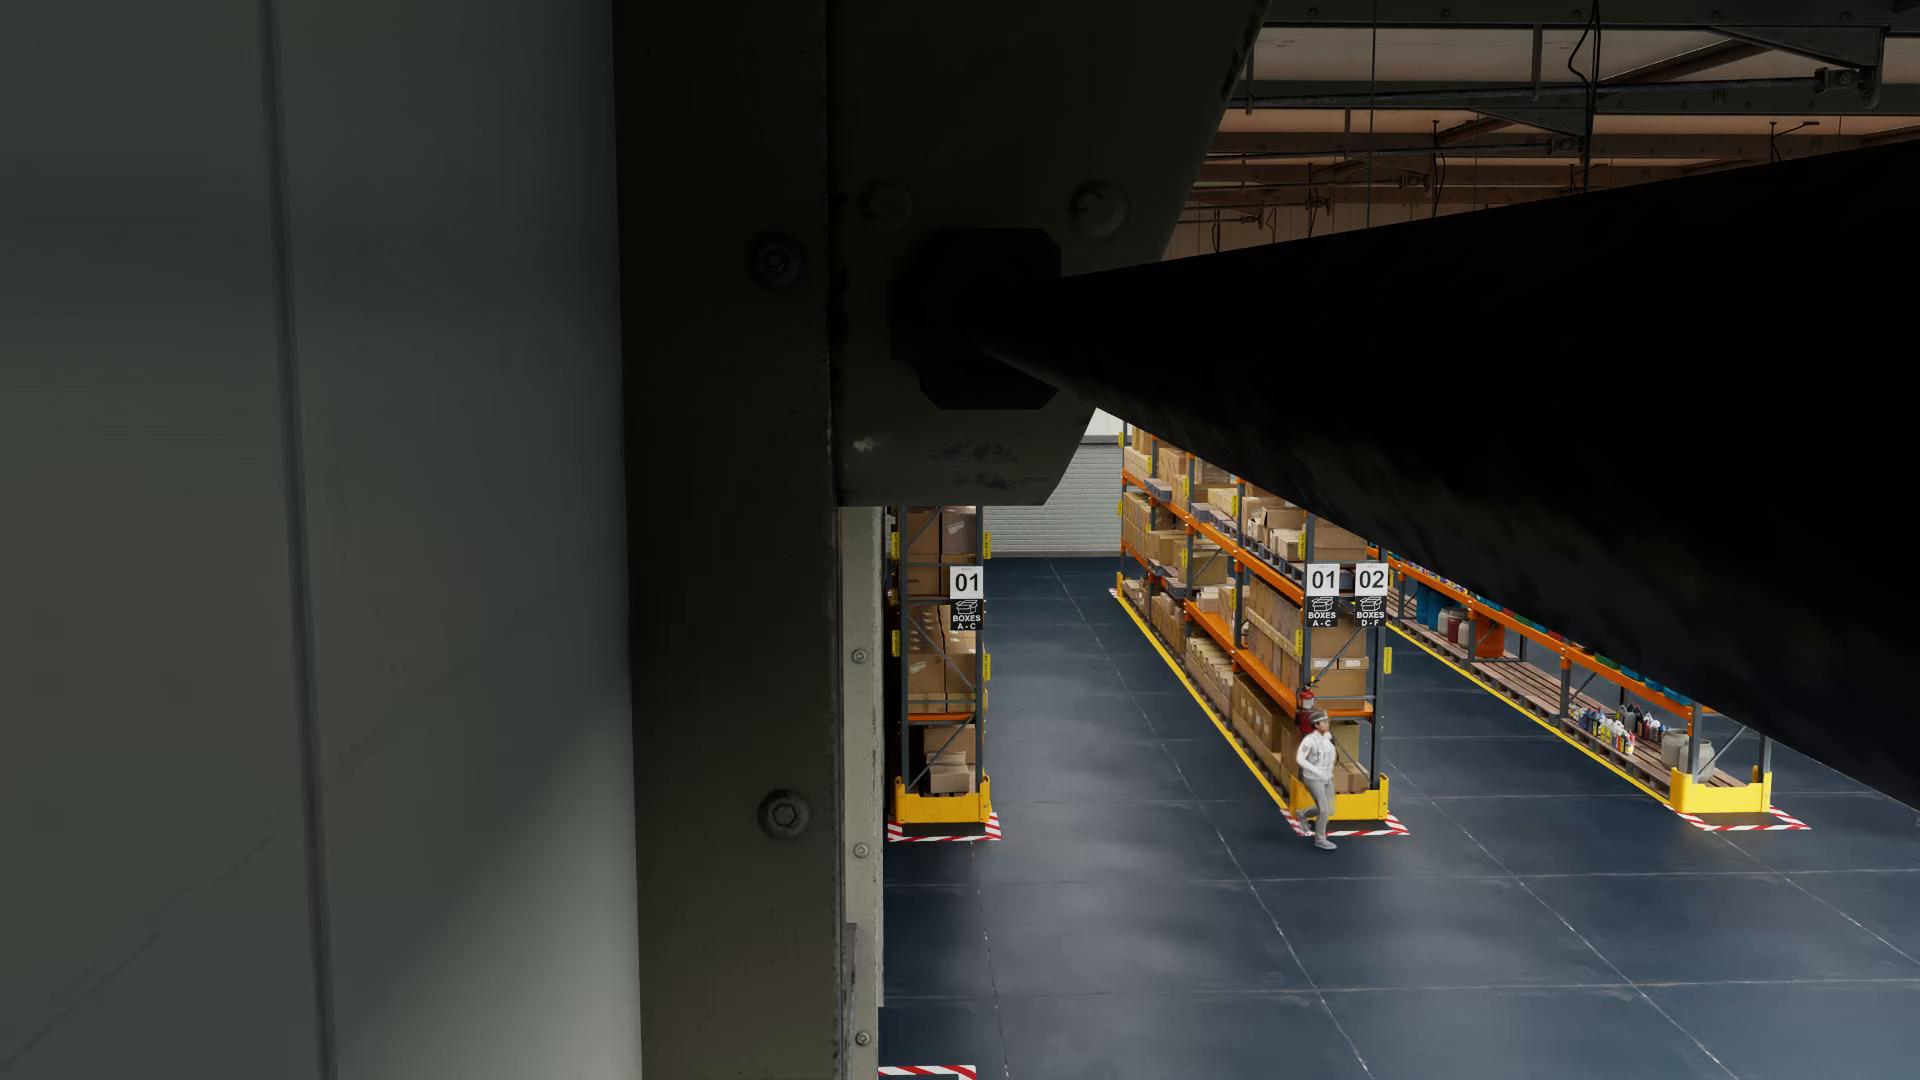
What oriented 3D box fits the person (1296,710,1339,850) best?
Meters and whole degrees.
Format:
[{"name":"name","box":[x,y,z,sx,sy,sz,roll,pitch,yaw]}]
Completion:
[{"name":"person","box":[4.177,2.783,19.507,0.622,1.649,0.580,-7,10,-40]}]
